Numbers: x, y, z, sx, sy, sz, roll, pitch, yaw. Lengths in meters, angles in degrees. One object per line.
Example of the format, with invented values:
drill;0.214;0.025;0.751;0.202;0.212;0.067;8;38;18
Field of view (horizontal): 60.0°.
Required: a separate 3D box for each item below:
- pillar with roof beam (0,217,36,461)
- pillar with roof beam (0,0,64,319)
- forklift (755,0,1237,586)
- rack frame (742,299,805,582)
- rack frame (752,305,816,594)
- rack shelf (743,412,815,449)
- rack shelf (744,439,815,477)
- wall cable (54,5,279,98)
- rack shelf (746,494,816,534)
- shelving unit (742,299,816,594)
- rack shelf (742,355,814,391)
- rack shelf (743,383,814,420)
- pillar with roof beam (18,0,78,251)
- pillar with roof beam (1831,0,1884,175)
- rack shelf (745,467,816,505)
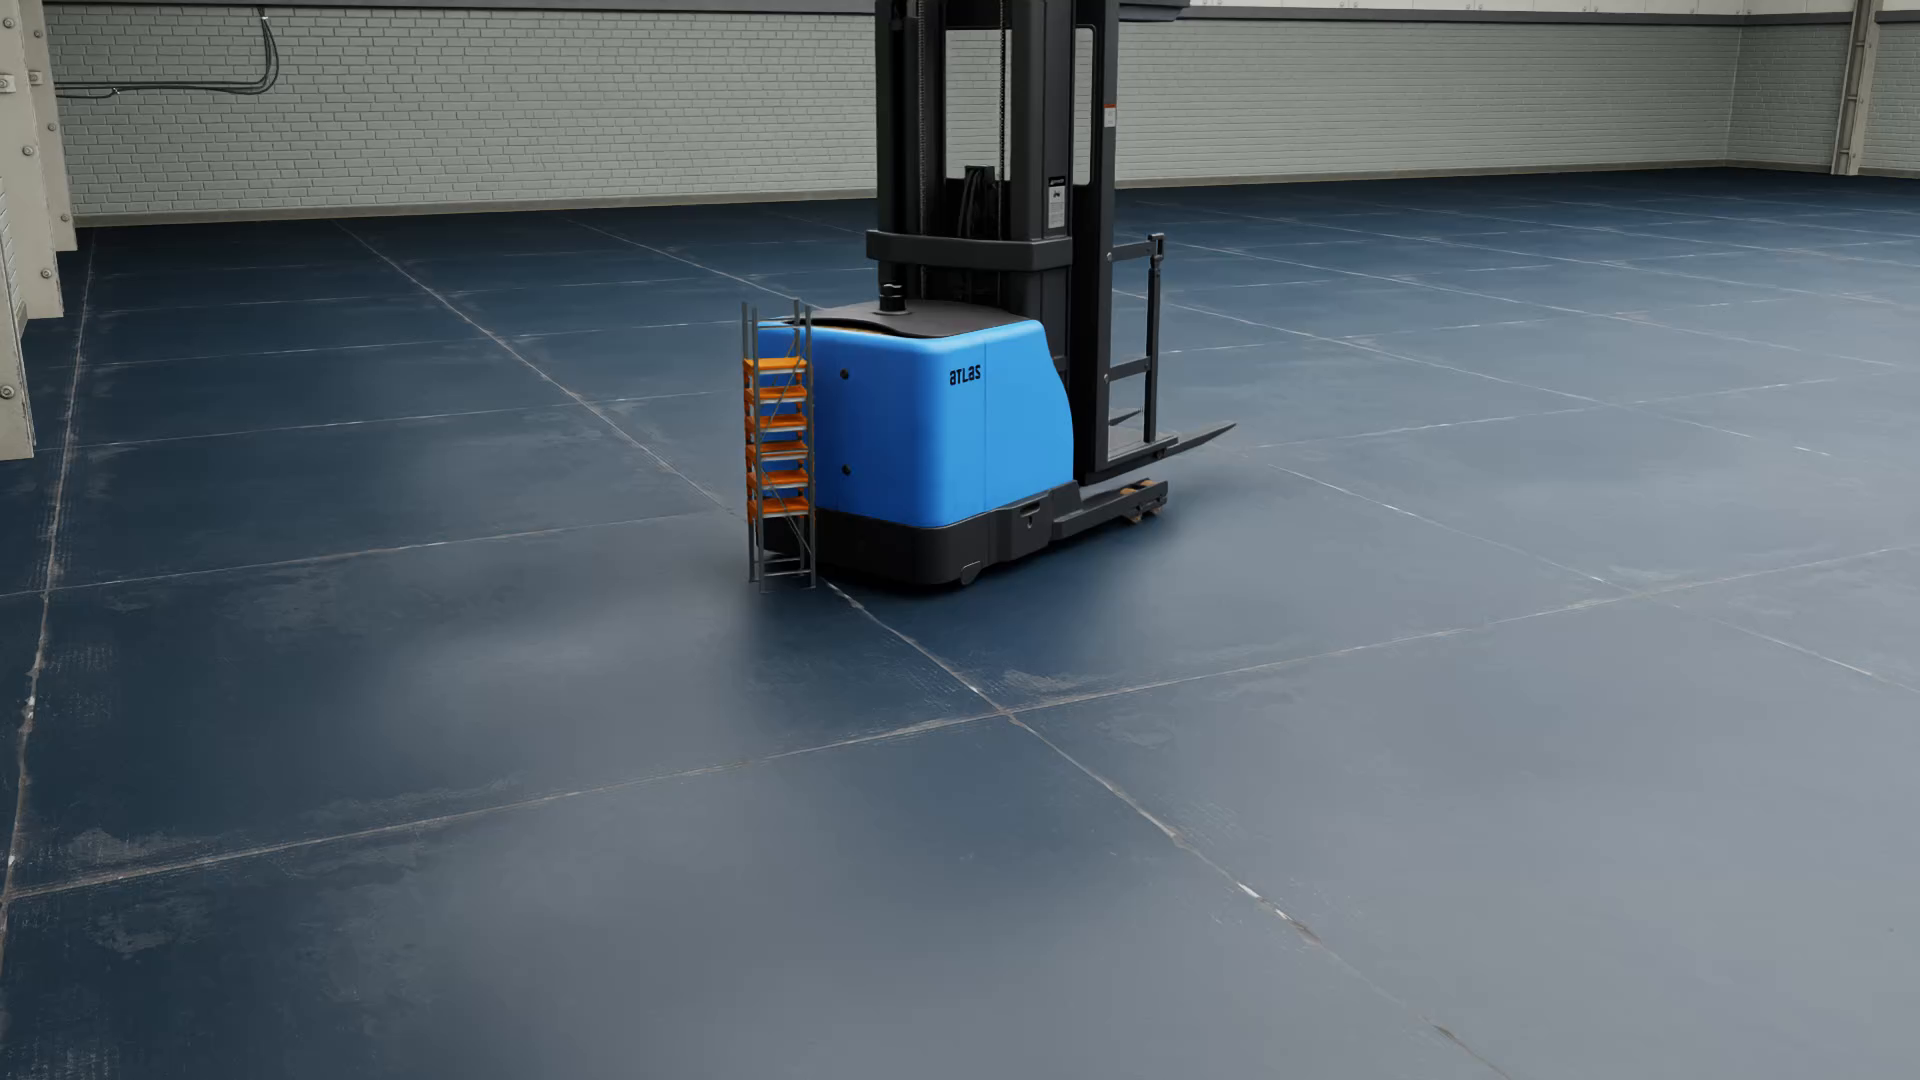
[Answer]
pillar with roof beam;-1.578;-5.341;10.047;9.100;9.000;0.400;-8;18;-25
pillar with roof beam;-4.207;-6.828;15.231;9.100;9.000;0.400;-8;18;-25
forklift;0.371;-1.565;7.892;1.130;2.935;3.031;11;20;35
rack frame;-0.781;-0.408;6.991;0.240;1.200;0.006;-5;17;-19
rack frame;-0.719;-0.360;6.826;0.240;1.200;0.006;-5;17;-19
rack shelf;-0.750;-0.456;6.888;0.258;0.103;0.180;-5;17;-19
rack shelf;-0.750;-0.341;6.921;0.258;0.103;0.180;-5;17;-19
wall cable;-10.807;-7.194;22.133;3.097;2.526;0.112;-8;18;-25
rack shelf;-0.752;-0.111;6.988;0.258;0.103;0.180;-5;17;-19
shelving unit;-0.750;-0.384;6.909;0.258;1.200;0.189;-5;17;-19
rack shelf;-0.748;-0.687;6.821;0.258;0.103;0.180;-5;17;-19
rack shelf;-0.749;-0.572;6.854;0.258;0.103;0.180;-5;17;-19
pillar with roof beam;-6.835;-8.316;20.415;9.100;9.000;0.400;-8;18;-25
pillar with roof beam;13.741;-11.082;30.054;9.100;9.000;0.400;-8;18;-25
rack shelf;-0.751;-0.226;6.954;0.258;0.103;0.180;-5;17;-19
